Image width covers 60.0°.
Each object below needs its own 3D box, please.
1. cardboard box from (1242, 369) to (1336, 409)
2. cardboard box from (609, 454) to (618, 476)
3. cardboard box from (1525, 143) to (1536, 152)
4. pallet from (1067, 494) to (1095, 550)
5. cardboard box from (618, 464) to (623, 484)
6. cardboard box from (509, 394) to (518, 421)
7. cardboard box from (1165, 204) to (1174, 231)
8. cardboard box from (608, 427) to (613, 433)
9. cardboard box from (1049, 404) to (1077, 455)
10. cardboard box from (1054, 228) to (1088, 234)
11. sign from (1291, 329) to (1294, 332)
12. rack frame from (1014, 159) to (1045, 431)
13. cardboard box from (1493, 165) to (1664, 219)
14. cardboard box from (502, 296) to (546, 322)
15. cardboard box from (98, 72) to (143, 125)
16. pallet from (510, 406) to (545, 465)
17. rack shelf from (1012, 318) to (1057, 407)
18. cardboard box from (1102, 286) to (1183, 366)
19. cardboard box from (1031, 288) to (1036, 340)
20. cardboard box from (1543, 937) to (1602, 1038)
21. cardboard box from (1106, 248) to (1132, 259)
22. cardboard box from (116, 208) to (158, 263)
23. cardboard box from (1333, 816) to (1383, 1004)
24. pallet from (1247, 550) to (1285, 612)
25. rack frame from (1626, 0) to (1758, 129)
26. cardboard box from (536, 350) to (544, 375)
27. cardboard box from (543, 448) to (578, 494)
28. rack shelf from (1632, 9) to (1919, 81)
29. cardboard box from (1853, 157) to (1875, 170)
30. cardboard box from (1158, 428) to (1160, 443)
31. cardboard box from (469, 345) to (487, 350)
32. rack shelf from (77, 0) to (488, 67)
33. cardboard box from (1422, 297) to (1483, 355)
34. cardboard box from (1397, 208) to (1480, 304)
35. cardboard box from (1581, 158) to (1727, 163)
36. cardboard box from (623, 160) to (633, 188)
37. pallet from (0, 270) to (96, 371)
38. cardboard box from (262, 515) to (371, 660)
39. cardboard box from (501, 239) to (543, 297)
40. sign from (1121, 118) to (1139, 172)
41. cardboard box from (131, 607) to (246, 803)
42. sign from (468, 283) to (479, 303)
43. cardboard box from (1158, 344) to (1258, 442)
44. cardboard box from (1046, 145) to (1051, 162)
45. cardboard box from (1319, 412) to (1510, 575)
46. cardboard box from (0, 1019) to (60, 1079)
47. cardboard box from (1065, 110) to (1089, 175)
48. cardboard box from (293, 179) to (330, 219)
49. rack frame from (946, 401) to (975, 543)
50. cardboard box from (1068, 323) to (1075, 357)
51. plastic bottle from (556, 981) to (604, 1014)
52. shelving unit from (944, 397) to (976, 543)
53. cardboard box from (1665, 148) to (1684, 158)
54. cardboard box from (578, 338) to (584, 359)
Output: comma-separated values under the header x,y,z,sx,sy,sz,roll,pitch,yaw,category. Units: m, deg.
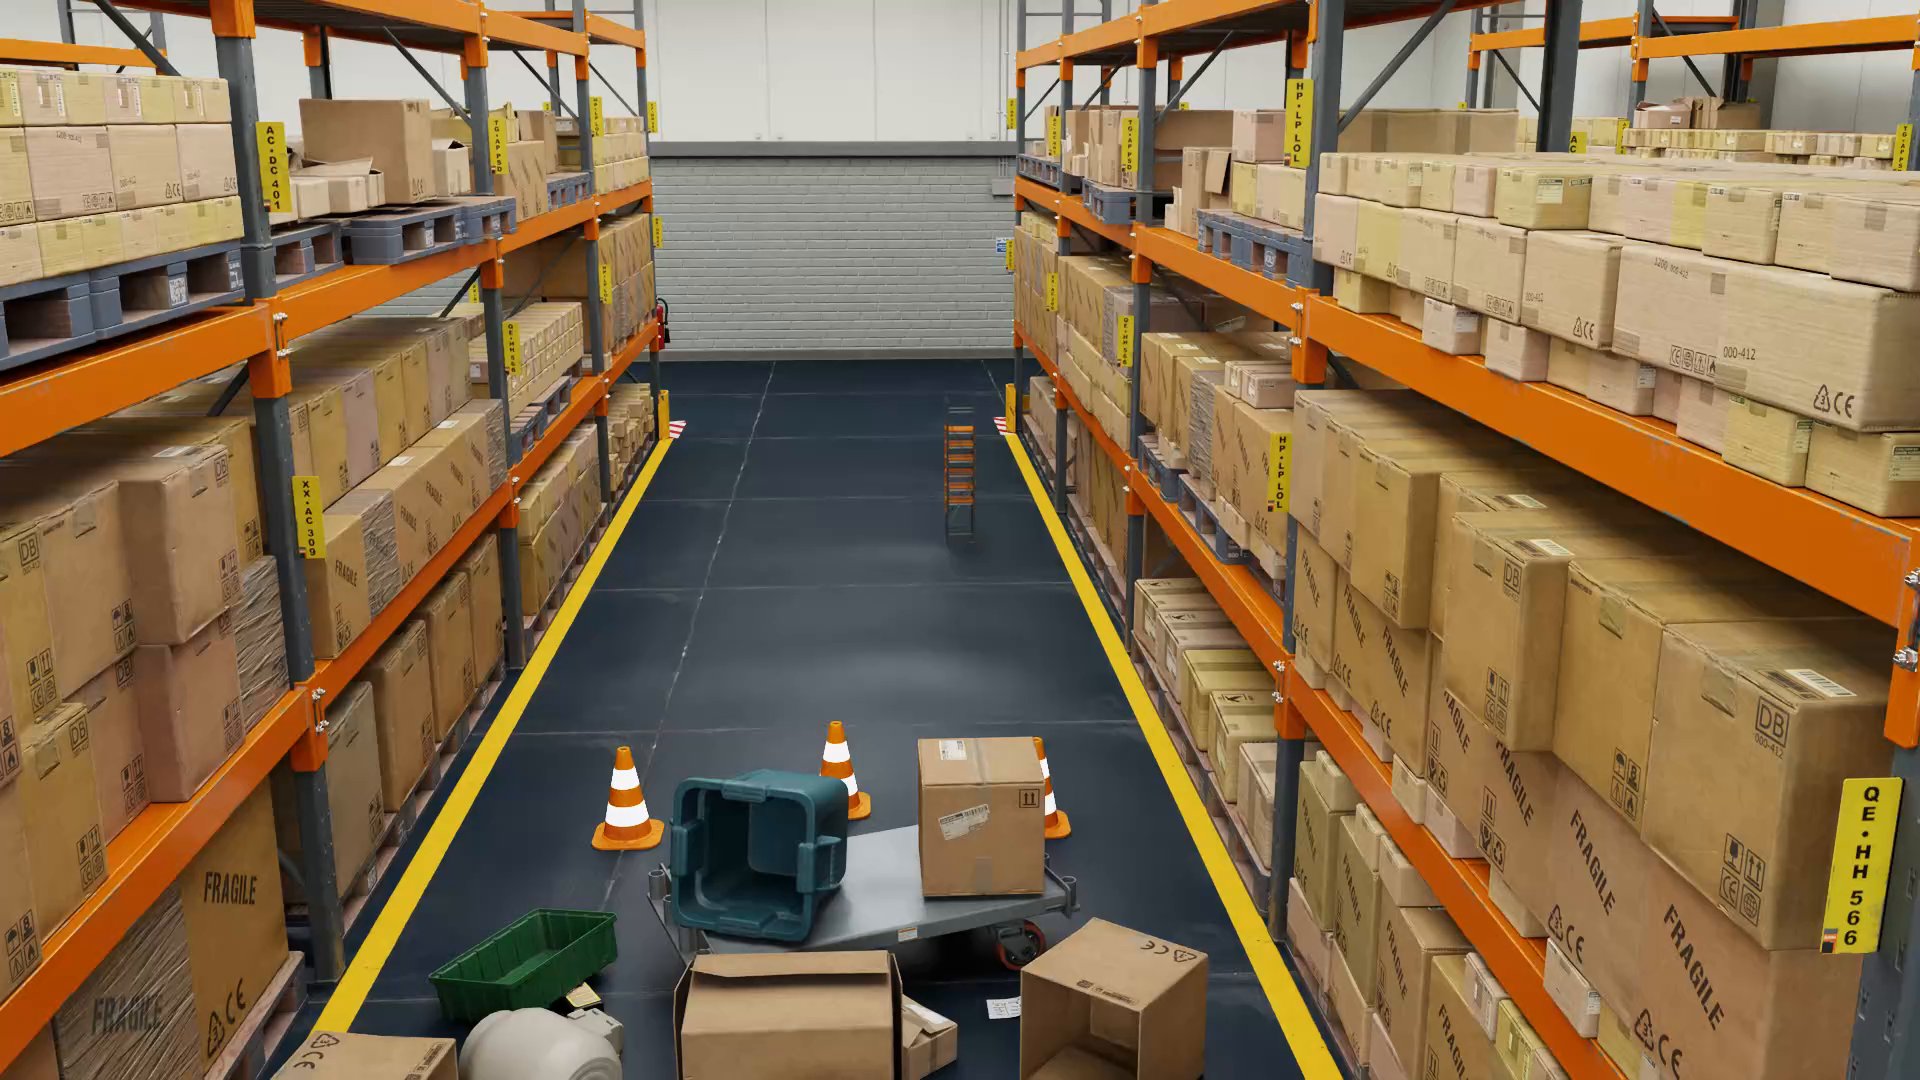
x,y,z,sx,sy,sz,roll,pitch,yaw,category
1.547,-0.714,7.841,0.380,0.149,0.250,-1,14,-5,cardboard box
-3.276,-0.672,14.899,0.380,0.149,0.250,0,14,-1,cardboard box
5.949,-3.812,16.505,0.500,0.250,0.500,-1,14,-4,cardboard box
1.484,-0.170,14.265,1.003,0.211,1.213,-1,14,-3,pallet
-3.291,-0.594,15.195,0.380,0.149,0.250,0,14,-2,cardboard box
-3.168,-0.878,11.080,0.380,0.149,0.250,0,14,-1,cardboard box
1.459,-1.967,10.135,0.380,0.149,0.250,-1,14,-3,cardboard box
-3.410,-0.941,15.349,0.380,0.149,0.250,-1,14,-4,cardboard box
1.374,-1.054,16.404,0.875,0.438,0.875,-1,14,-5,cardboard box
1.077,-2.822,15.466,0.380,0.149,0.250,-1,14,-4,cardboard box
2.150,-1.250,10.699,0.100,0.325,0.005,-1,14,-3,sign
1.114,-2.706,18.525,1.000,3.000,0.127,-1,14,-3,rack frame
1.730,-0.970,4.662,0.380,0.149,0.250,-1,14,-2,cardboard box
-3.885,-1.918,14.665,0.500,0.500,0.500,-1,14,-3,cardboard box
-2.691,-1.316,4.961,0.380,0.149,0.250,-1,14,-2,cardboard box
-3.475,-0.698,11.104,1.213,0.211,1.003,-1,14,-3,pallet
1.238,-1.861,16.681,1.077,0.370,4.000,-1,14,-3,rack shelf
1.276,-1.501,11.635,0.500,0.500,0.500,-1,14,-2,cardboard box
0.977,-2.254,16.568,0.500,0.500,0.500,0,14,-2,cardboard box
1.701,1.116,4.174,0.380,0.149,0.250,-1,14,-2,cardboard box
1.574,-2.366,14.996,0.500,0.500,0.500,-1,14,-3,cardboard box
-2.686,-0.927,5.051,0.380,0.149,0.250,-1,14,-3,cardboard box
1.669,1.327,6.019,0.500,0.500,0.500,0,14,-1,cardboard box
1.955,0.179,7.697,1.003,0.211,1.213,-1,14,-3,pallet
6.315,-4.694,14.212,1.000,3.000,0.127,-1,14,-3,rack frame
-3.236,-1.284,12.063,0.380,0.149,0.250,-1,14,-4,cardboard box
-3.209,-0.525,12.717,0.500,0.250,0.500,-2,15,-6,cardboard box
6.439,-3.655,12.419,1.077,0.370,4.000,-1,14,-3,rack shelf
6.304,-2.517,11.269,0.380,0.149,0.250,-1,14,-5,cardboard box
1.428,-0.644,10.171,0.380,0.149,0.250,-2,15,-7,cardboard box
-3.190,-1.231,11.258,0.380,0.149,0.250,-1,14,-4,cardboard box
-3.201,-2.481,7.856,1.077,0.370,4.000,-1,14,-3,rack shelf
1.624,-0.650,5.016,0.380,0.149,0.250,-1,14,-5,cardboard box
1.670,-0.879,5.109,0.500,0.250,0.500,-1,14,-3,cardboard box
2.261,-1.172,5.444,0.380,0.149,0.250,0,14,-2,cardboard box
-3.420,-3.493,15.866,0.500,0.250,0.500,0,14,-1,cardboard box
-2.964,-0.524,4.200,1.003,0.211,1.213,-1,14,-3,pallet
-2.841,0.196,7.043,0.500,0.500,0.500,-1,14,-3,cardboard box
-3.872,-2.399,14.528,0.500,0.500,0.500,-1,14,-5,cardboard box
1.055,-2.452,10.319,0.100,0.325,0.005,-1,14,-3,sign
-2.986,0.535,5.626,0.875,0.550,0.550,-1,14,-3,cardboard box
-4.114,-2.019,14.116,0.100,0.325,0.005,-1,14,-3,sign
1.446,-0.868,9.738,0.500,0.500,0.500,0,14,-1,cardboard box
0.986,-3.514,15.105,0.380,0.149,0.250,-1,14,-2,cardboard box
1.678,-0.158,5.818,0.700,0.500,0.500,-1,14,-3,cardboard box
-2.994,1.814,4.379,0.875,0.875,0.875,-1,14,-4,cardboard box
1.127,-3.192,13.351,0.500,0.500,0.500,-1,14,-4,cardboard box
-2.894,-1.465,7.141,0.250,0.149,0.380,-1,14,-3,cardboard box
0.007,-0.555,13.774,0.240,1.200,0.006,-1,14,-3,rack frame
1.168,-1.638,13.670,0.500,0.250,0.500,-1,14,-3,cardboard box
-1.554,1.848,6.721,0.133,0.061,0.283,-9,17,-32,plastic bottle
0.001,-0.577,13.863,0.258,1.200,0.189,-1,14,-3,shelving unit
5.962,-3.101,13.499,0.380,0.149,0.250,-1,14,-3,cardboard box
-3.351,-1.596,13.871,0.380,0.149,0.250,-1,14,-5,cardboard box
